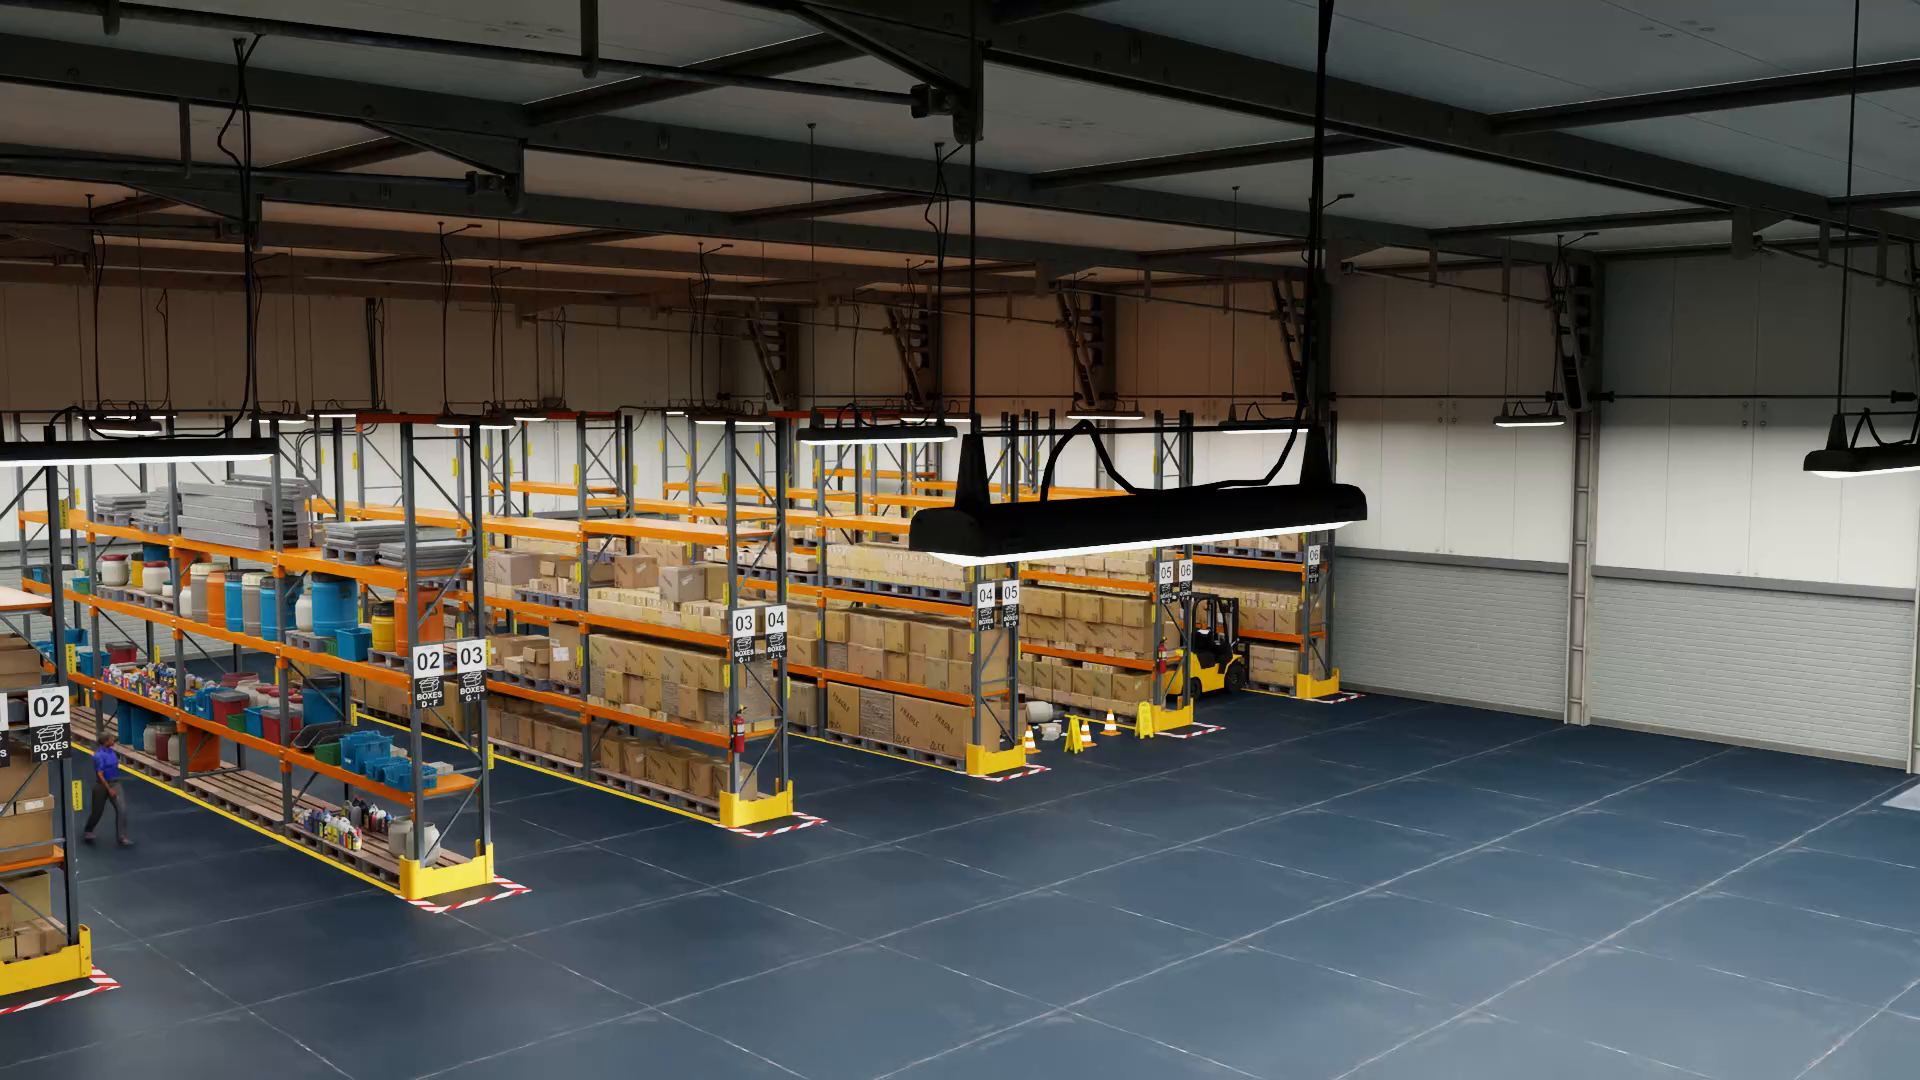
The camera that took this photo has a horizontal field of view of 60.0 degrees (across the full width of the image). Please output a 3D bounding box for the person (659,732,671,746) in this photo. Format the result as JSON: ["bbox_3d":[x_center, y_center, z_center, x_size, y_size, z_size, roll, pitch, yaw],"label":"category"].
[{"bbox_3d":[-5.135,3.004,29.215,0.384,1.594,0.465,-1,5,-13],"label":"person"}]

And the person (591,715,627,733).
[{"bbox_3d":[-6.683,2.725,31.191,0.969,1.748,0.536,5,7,44],"label":"person"}]

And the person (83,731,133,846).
[{"bbox_3d":[-12.038,3.489,23.432,0.939,1.608,0.388,4,6,35],"label":"person"}]
